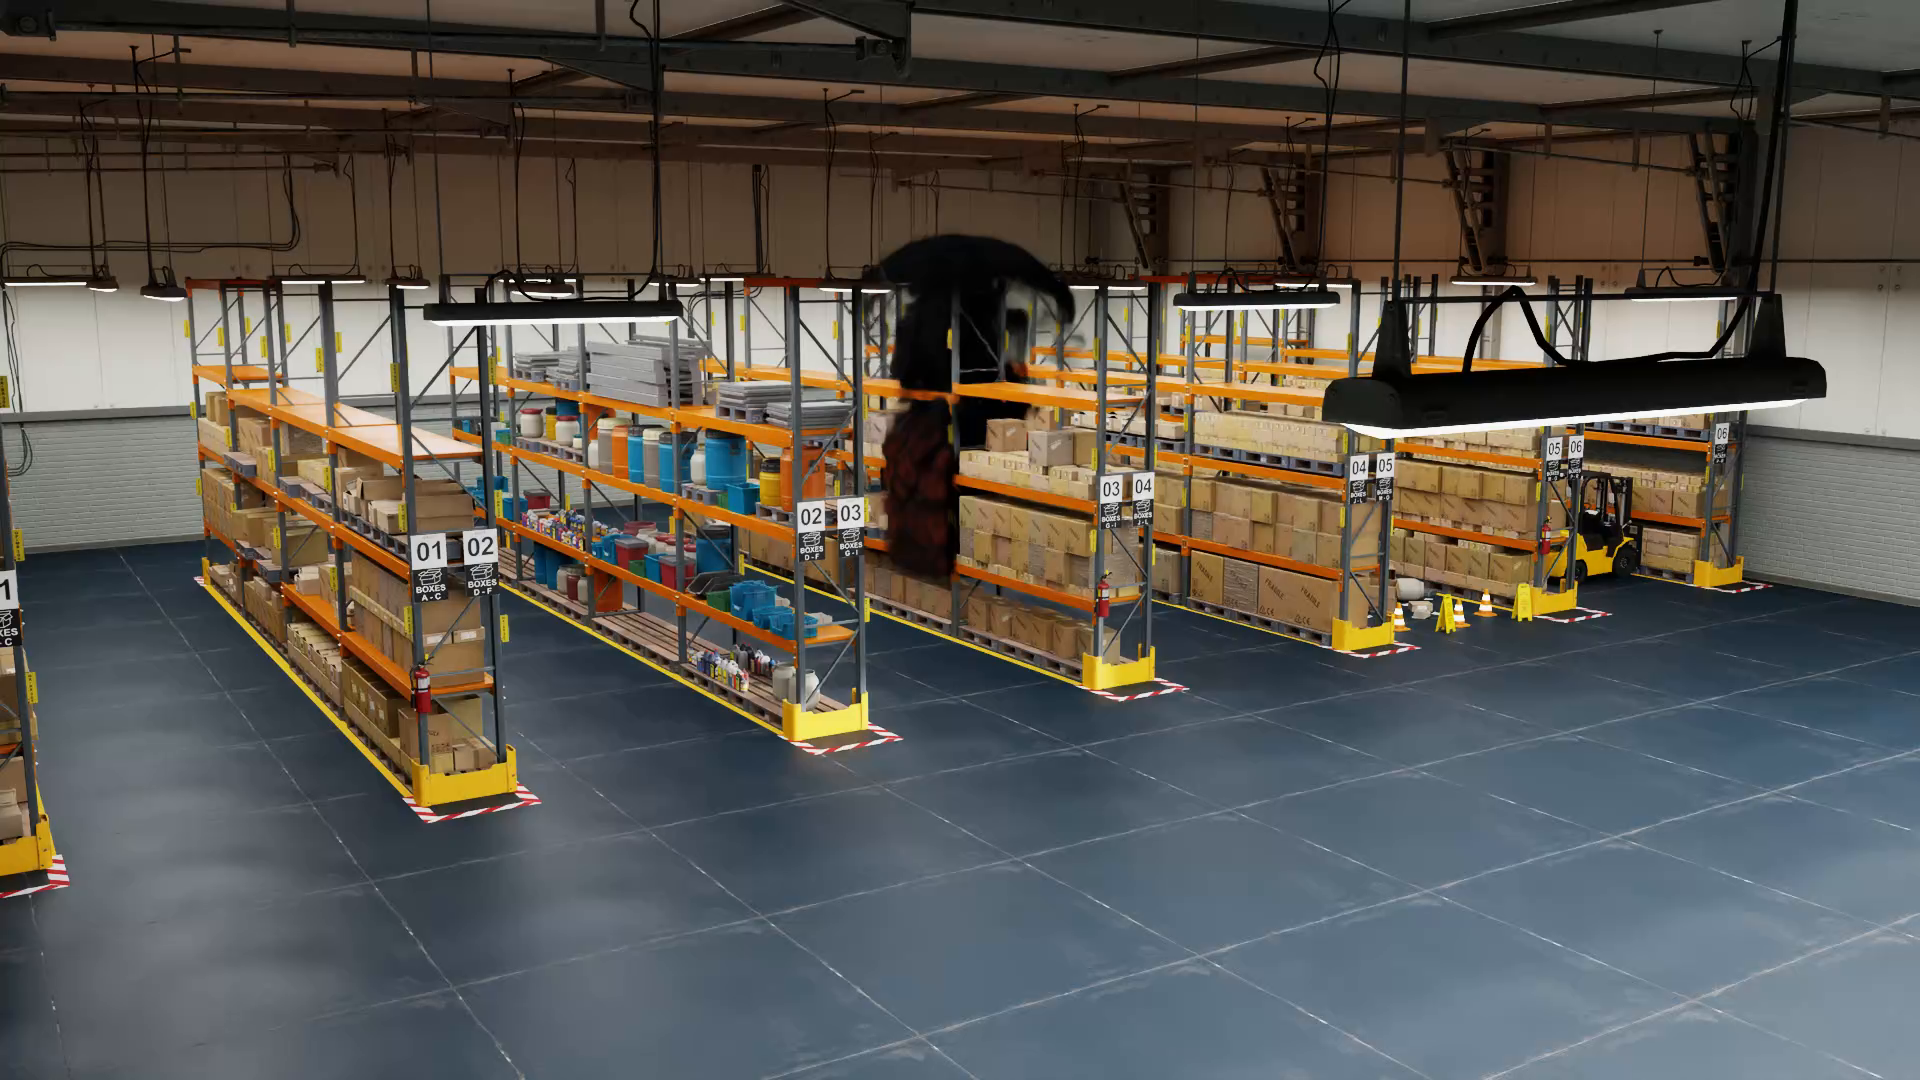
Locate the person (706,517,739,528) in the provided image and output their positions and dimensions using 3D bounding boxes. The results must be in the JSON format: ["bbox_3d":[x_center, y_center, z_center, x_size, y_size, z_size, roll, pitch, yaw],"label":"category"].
[{"bbox_3d":[-4.475,-0.068,31.635,0.670,1.769,0.646,-7,12,-37],"label":"person"}]

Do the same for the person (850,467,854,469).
[{"bbox_3d":[-2.548,-0.912,38.703,0.535,1.632,0.727,-5,11,-26],"label":"person"}]

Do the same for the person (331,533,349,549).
[{"bbox_3d":[-12.468,-0.058,33.384,0.578,1.721,0.716,-8,12,-38],"label":"person"}]
